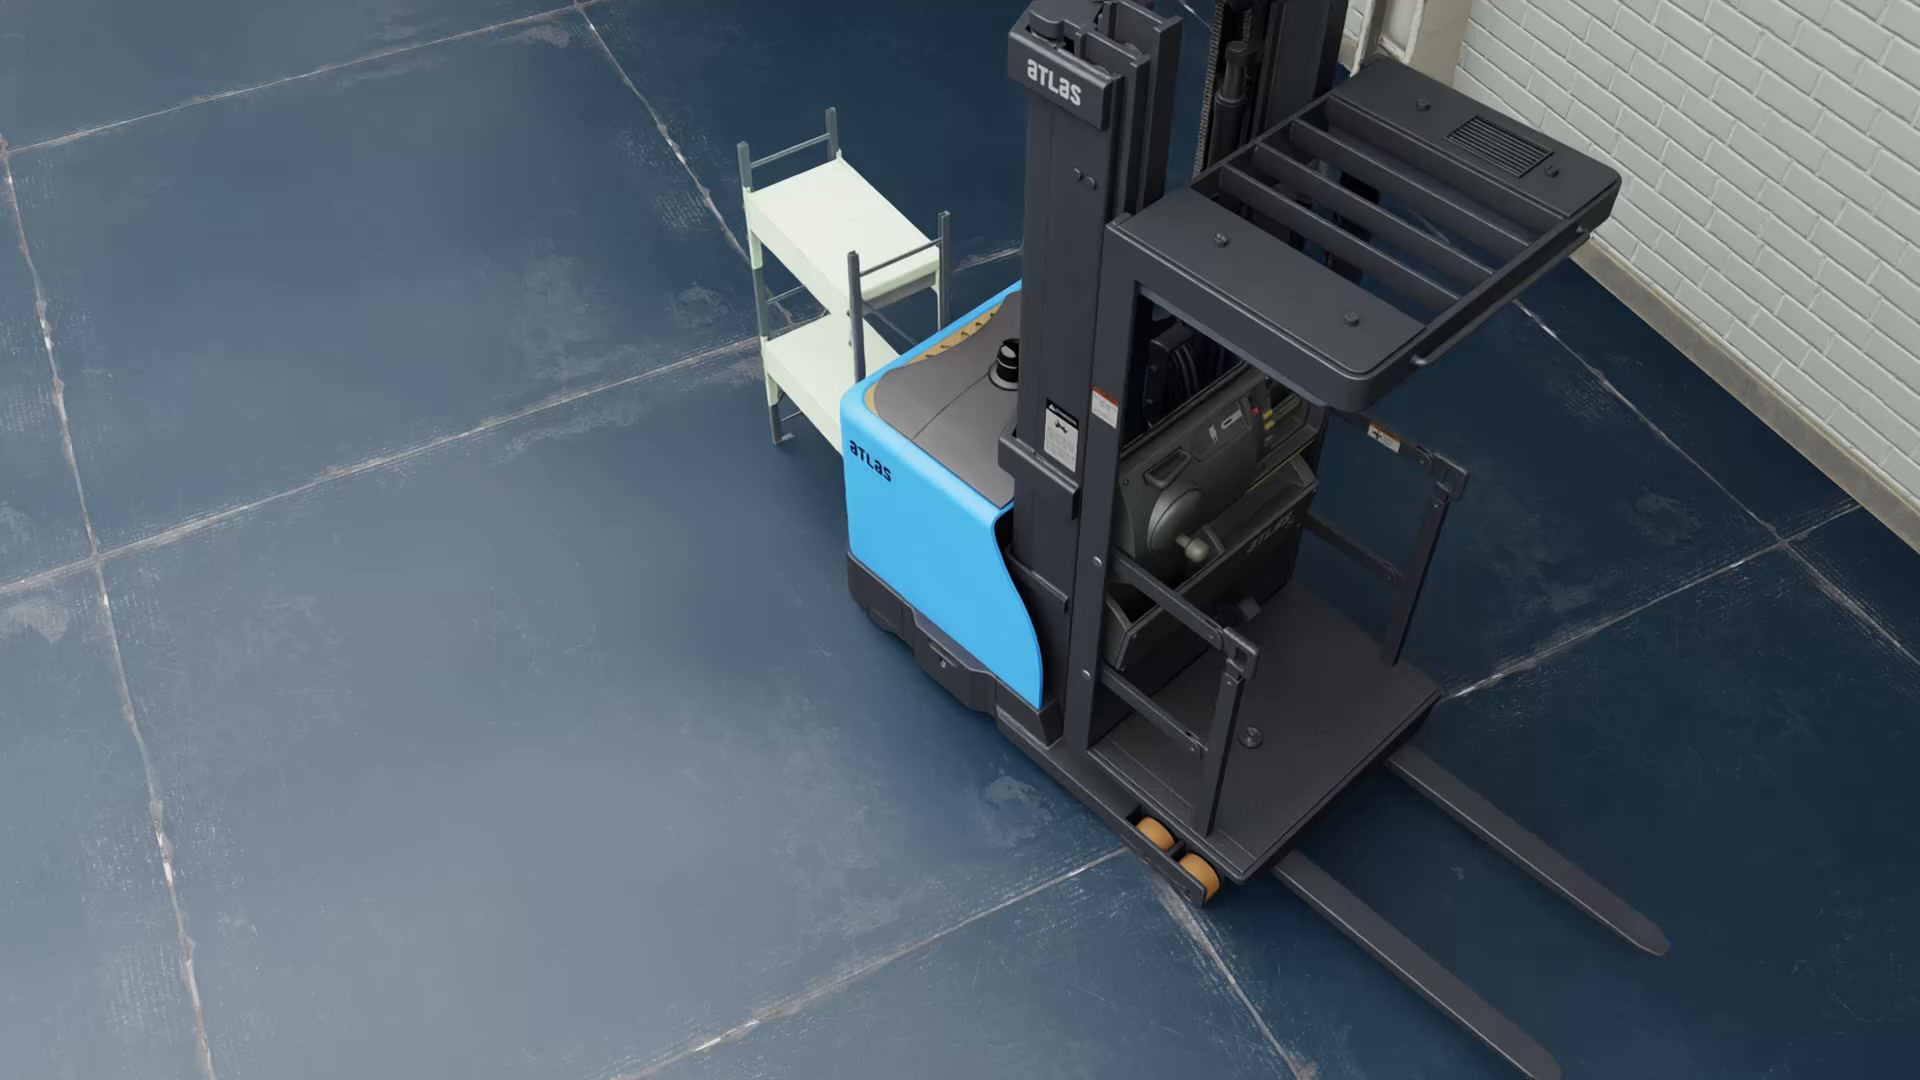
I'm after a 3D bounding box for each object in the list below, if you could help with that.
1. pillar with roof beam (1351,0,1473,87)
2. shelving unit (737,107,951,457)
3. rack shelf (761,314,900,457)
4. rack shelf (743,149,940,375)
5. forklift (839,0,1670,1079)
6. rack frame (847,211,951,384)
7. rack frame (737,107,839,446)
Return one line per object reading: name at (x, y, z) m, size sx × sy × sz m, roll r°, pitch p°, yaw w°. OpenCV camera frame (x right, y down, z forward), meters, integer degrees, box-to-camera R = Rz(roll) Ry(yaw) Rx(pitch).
pillar with roof beam at (-1.635, -3.588, 3.803) m, size 9.100 × 9.000 × 0.400 m, roll -21°, pitch 52°, yaw -18°
shelving unit at (-0.410, -0.756, 6.308) m, size 0.431 × 1.500 × 0.755 m, roll -27°, pitch 54°, yaw -22°
rack shelf at (-0.410, -0.542, 6.553) m, size 0.431 × 0.370 × 0.720 m, roll -27°, pitch 54°, yaw -22°
rack shelf at (-0.410, -1.013, 6.014) m, size 0.431 × 0.370 × 0.720 m, roll -27°, pitch 54°, yaw -22°
forklift at (0.952, -0.195, 4.866) m, size 1.130 × 2.935 × 3.031 m, roll -36°, pitch 58°, yaw -27°
rack frame at (-0.203, -0.529, 6.109) m, size 0.400 × 1.500 × 0.023 m, roll -27°, pitch 54°, yaw -22°
rack frame at (-0.618, -0.983, 6.506) m, size 0.400 × 1.500 × 0.023 m, roll -27°, pitch 54°, yaw -22°
